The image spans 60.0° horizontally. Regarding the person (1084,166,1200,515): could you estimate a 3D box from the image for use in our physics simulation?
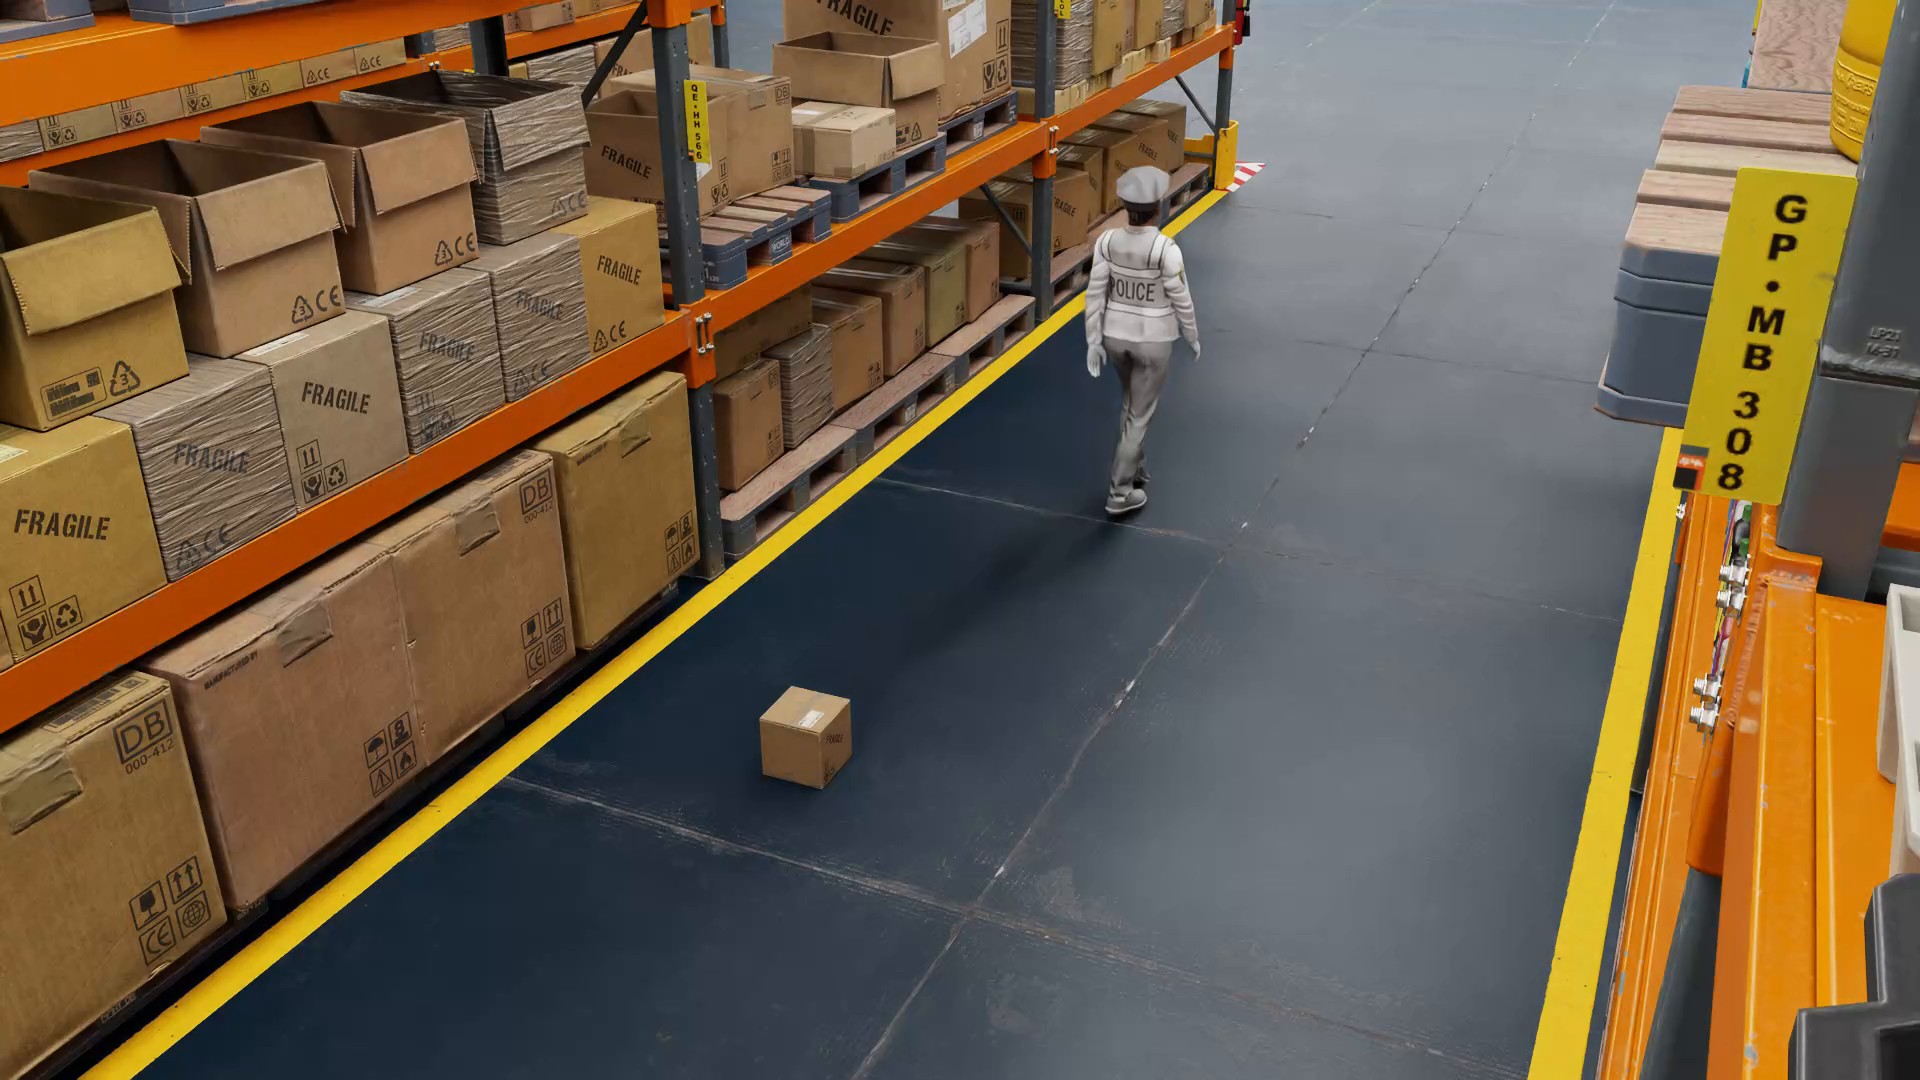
[{"bbox_3d":[0.898,-0.946,8.020,0.486,1.740,0.615,19,32,33],"label":"person"}]
